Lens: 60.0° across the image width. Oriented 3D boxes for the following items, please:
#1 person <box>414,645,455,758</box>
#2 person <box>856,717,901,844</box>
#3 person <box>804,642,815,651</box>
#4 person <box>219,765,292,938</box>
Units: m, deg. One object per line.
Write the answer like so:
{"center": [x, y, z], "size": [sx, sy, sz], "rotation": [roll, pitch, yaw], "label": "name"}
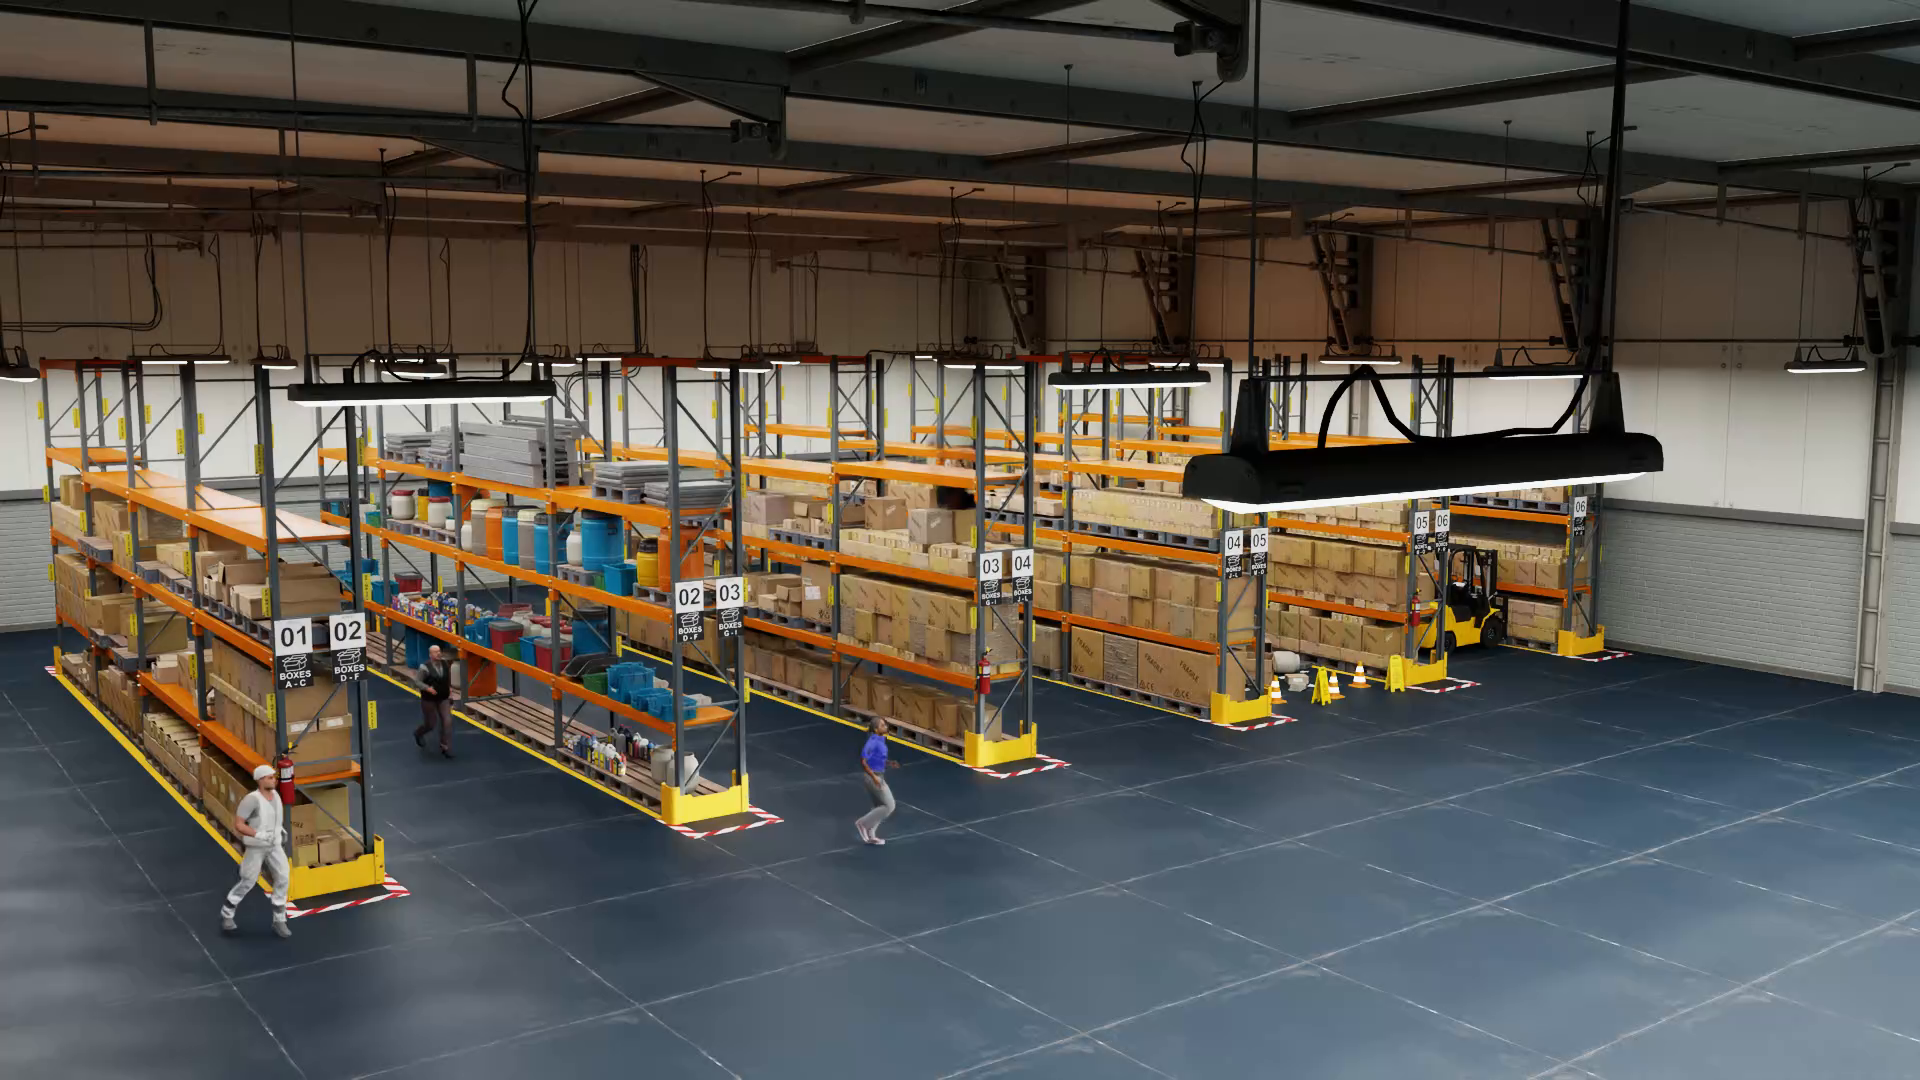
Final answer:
{"center": [-8.029, 2.438, 25.387], "size": [0.648, 1.712, 0.909], "rotation": [-7, 10, -44], "label": "person"}
{"center": [-1.026, 3.027, 20.947], "size": [0.572, 1.624, 0.565], "rotation": [0, 7, 0], "label": "person"}
{"center": [-2.960, 1.517, 32.960], "size": [0.706, 1.725, 0.663], "rotation": [-6, 9, -41], "label": "person"}
{"center": [-7.463, 3.310, 17.863], "size": [0.875, 1.797, 0.723], "rotation": [3, 7, 24], "label": "person"}
